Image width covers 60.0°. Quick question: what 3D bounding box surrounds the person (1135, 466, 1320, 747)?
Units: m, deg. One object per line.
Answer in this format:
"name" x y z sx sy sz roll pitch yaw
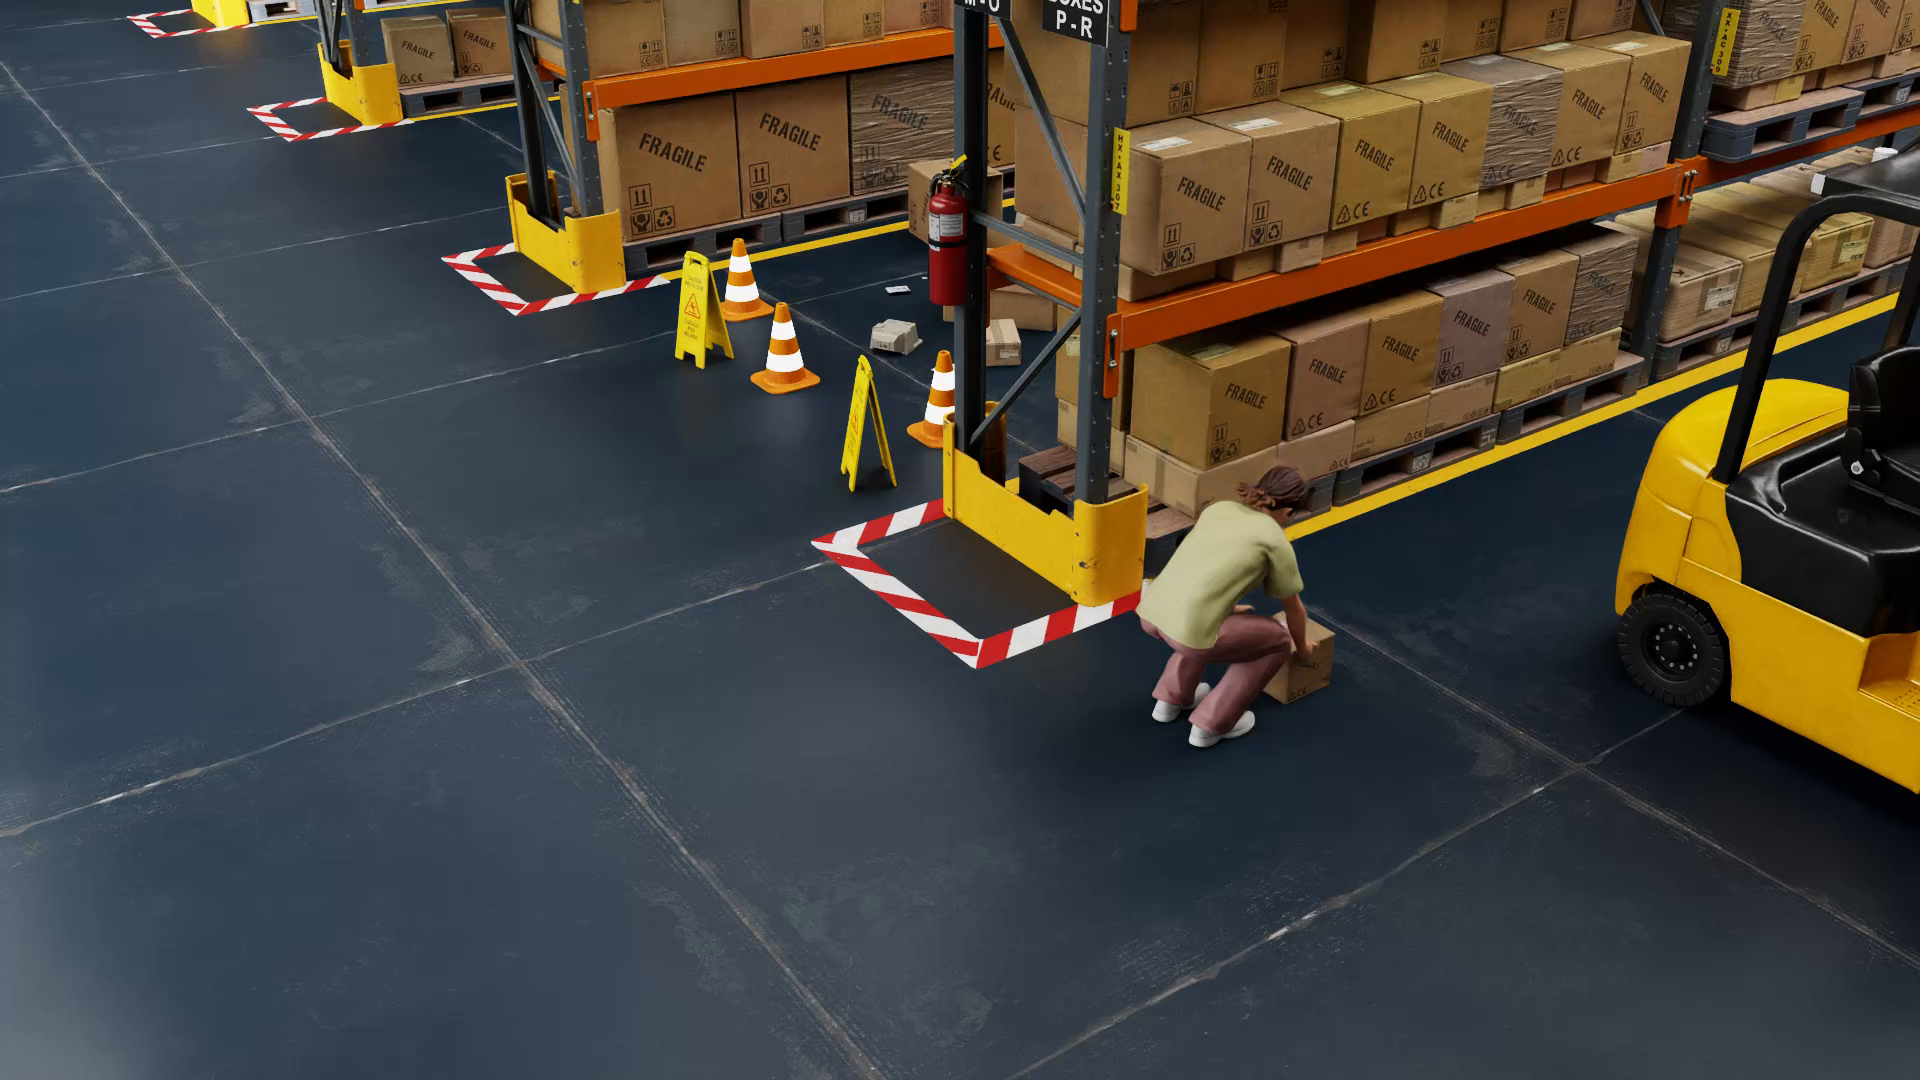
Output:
"person" 1.018 0.248 6.406 0.787 0.974 0.495 -19 34 -31
